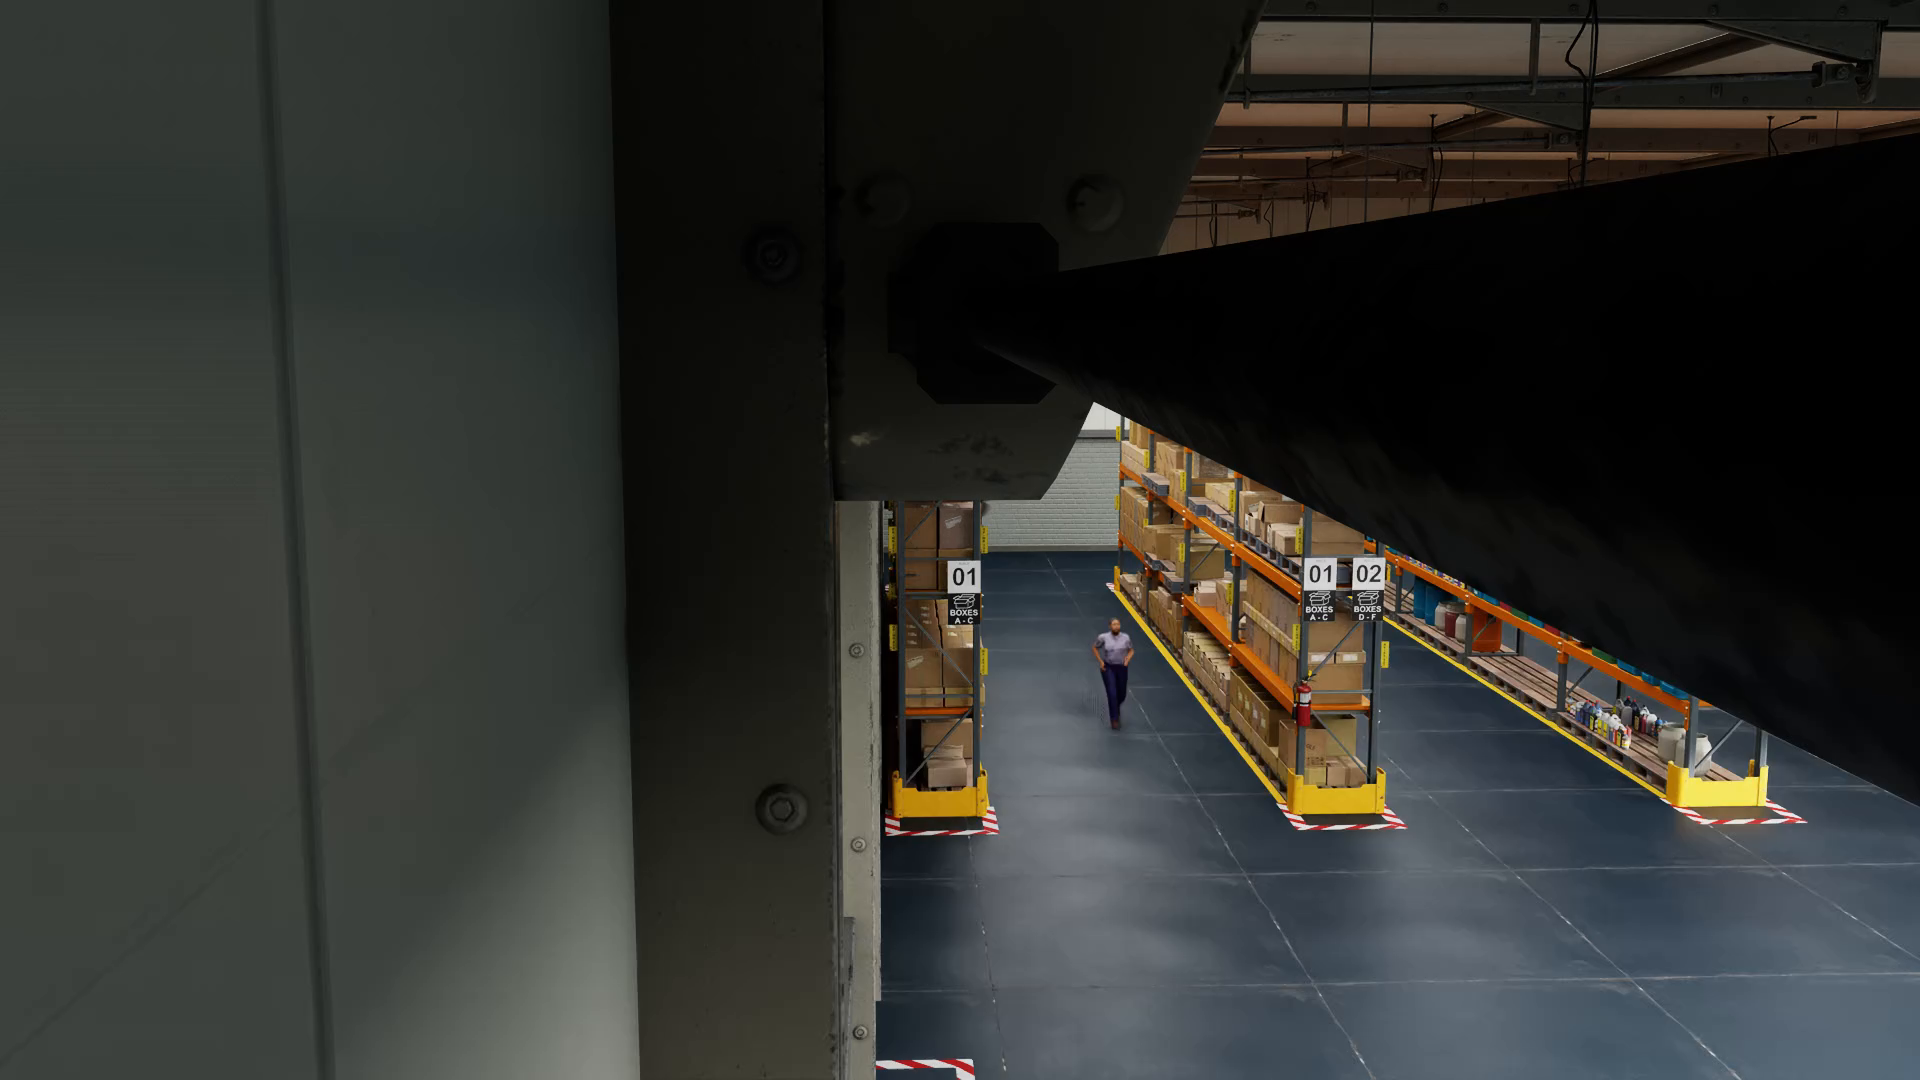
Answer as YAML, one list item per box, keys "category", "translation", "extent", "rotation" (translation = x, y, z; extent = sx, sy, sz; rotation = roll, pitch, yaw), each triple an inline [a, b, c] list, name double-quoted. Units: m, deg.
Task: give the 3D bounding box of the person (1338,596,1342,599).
- category: "person"
  translation: [7.064, 0.941, 31.711]
  extent: [0.529, 1.696, 0.887]
  rotation: [0, 8, -3]

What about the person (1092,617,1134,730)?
- category: "person"
  translation: [2.301, 1.962, 24.884]
  extent: [0.613, 1.640, 0.688]
  rotation: [-1, 8, -8]
